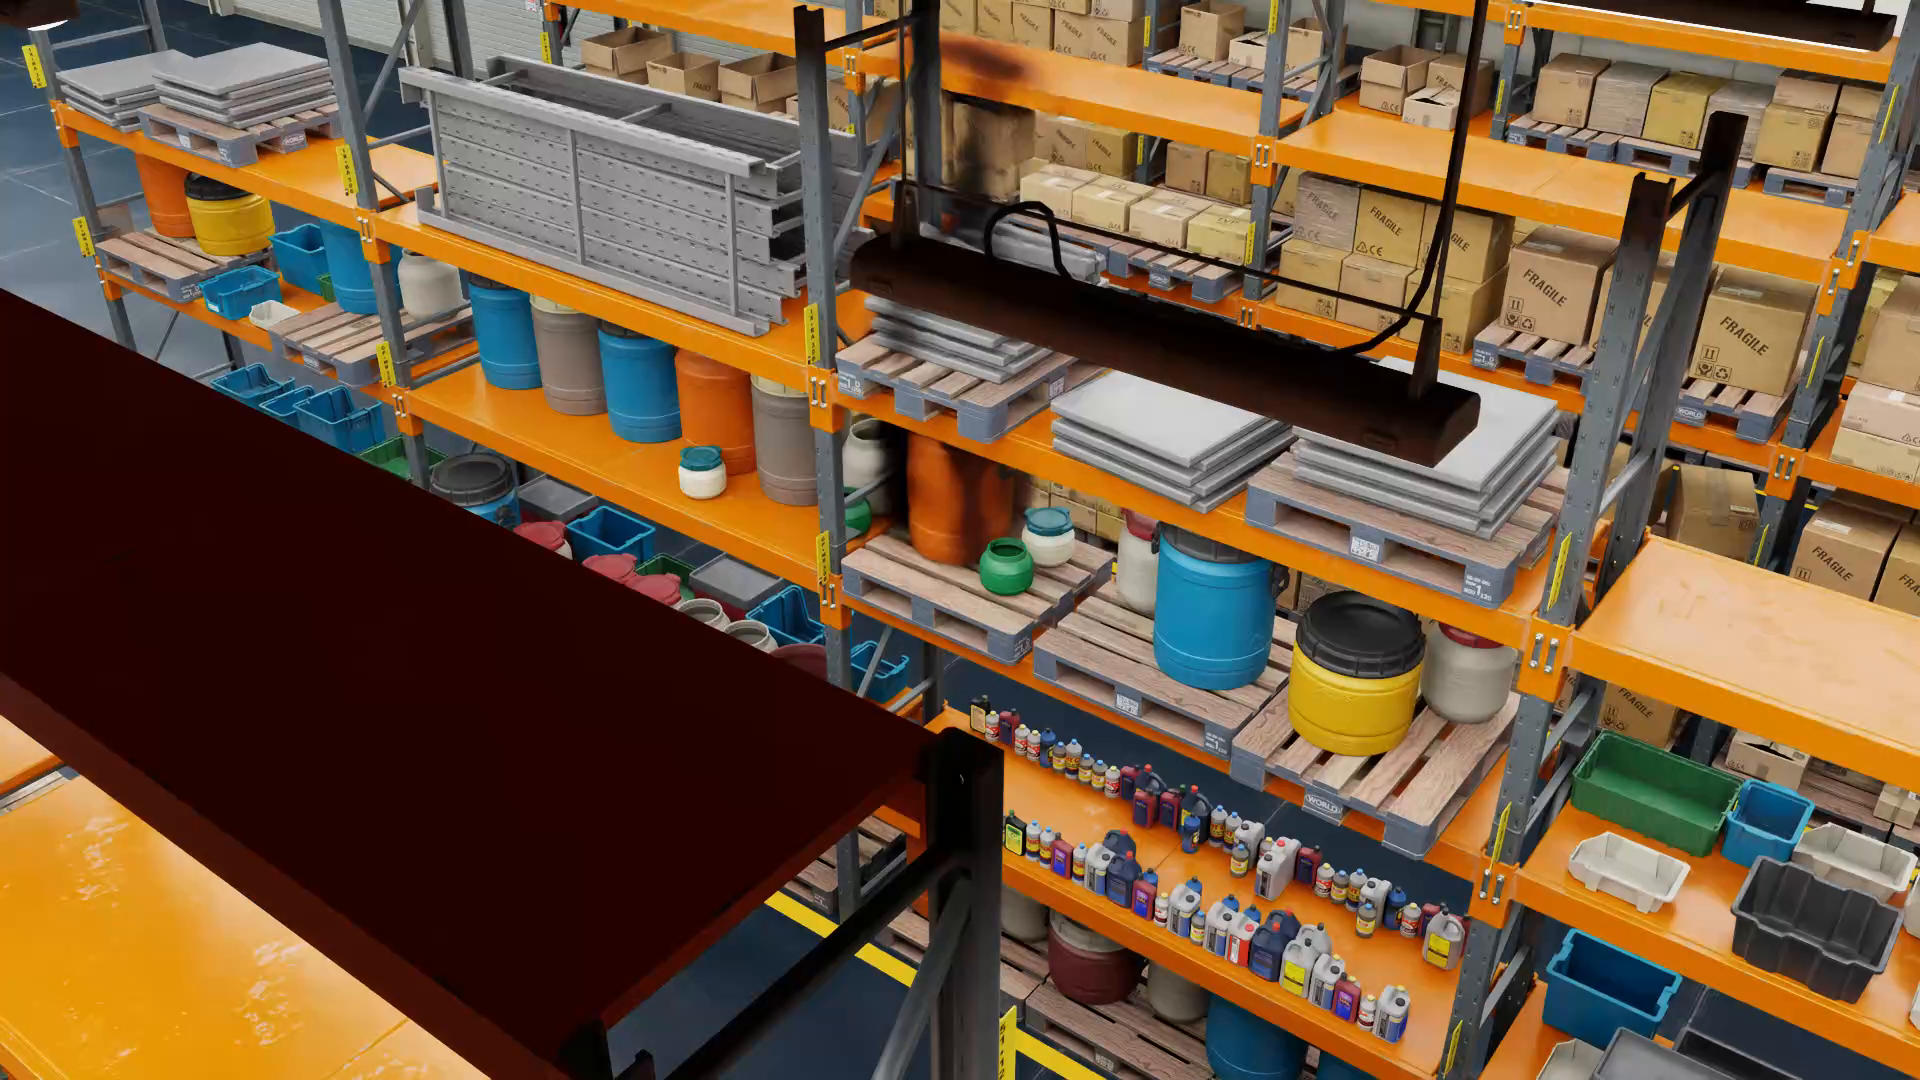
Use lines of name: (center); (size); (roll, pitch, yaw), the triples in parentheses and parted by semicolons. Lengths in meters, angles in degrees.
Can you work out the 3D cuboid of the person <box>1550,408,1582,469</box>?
person: (5.442, -0.677, 14.751); (0.950, 1.731, 0.658); (17, 35, 26)
